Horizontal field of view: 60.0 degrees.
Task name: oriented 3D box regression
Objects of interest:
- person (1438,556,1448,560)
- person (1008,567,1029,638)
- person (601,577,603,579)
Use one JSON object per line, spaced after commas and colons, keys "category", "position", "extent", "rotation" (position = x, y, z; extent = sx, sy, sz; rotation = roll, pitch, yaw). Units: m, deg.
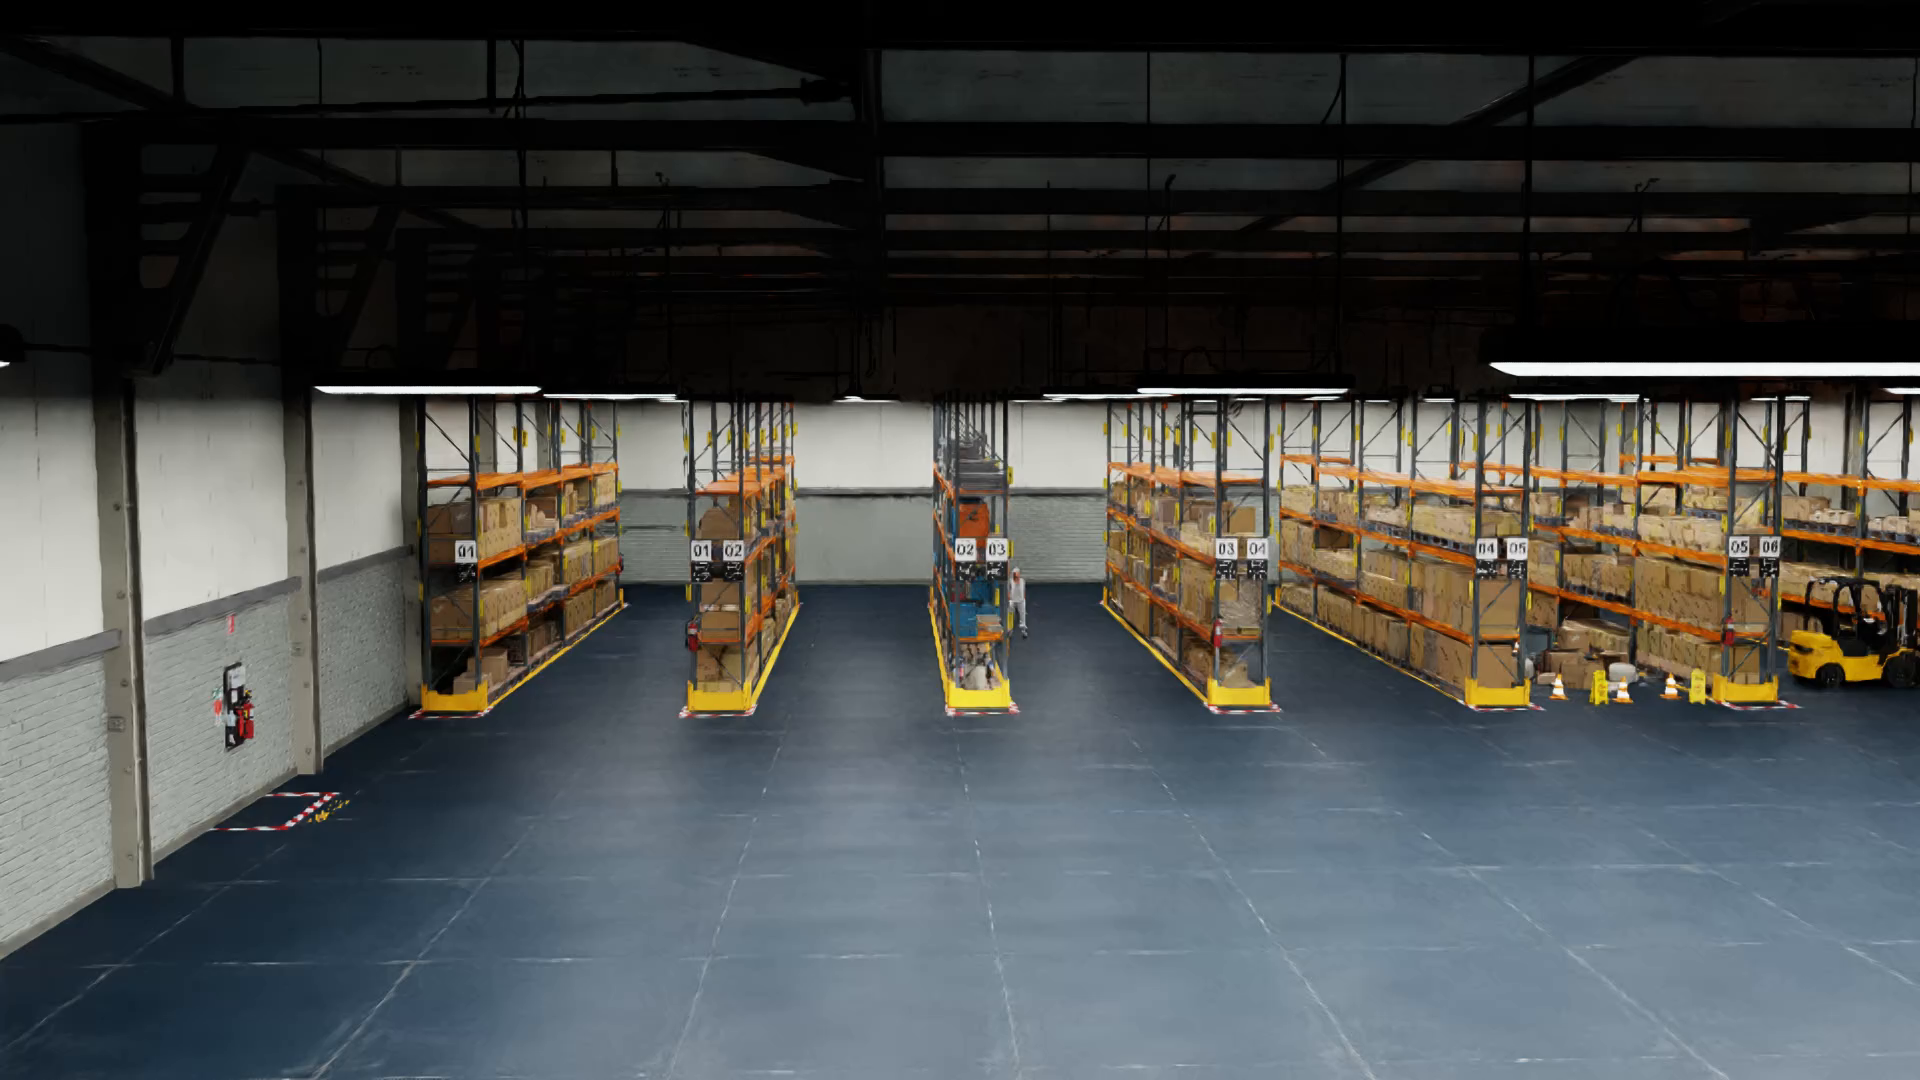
{"category": "person", "position": [13.263, 1.106, 45.834], "extent": [0.580, 1.767, 0.735], "rotation": [0, 5, 2]}
{"category": "person", "position": [1.380, 1.521, 40.802], "extent": [0.528, 1.727, 1.030], "rotation": [-1, 5, -10]}
{"category": "person", "position": [-10.670, 0.892, 48.599], "extent": [0.586, 1.716, 0.769], "rotation": [3, 6, 35]}
